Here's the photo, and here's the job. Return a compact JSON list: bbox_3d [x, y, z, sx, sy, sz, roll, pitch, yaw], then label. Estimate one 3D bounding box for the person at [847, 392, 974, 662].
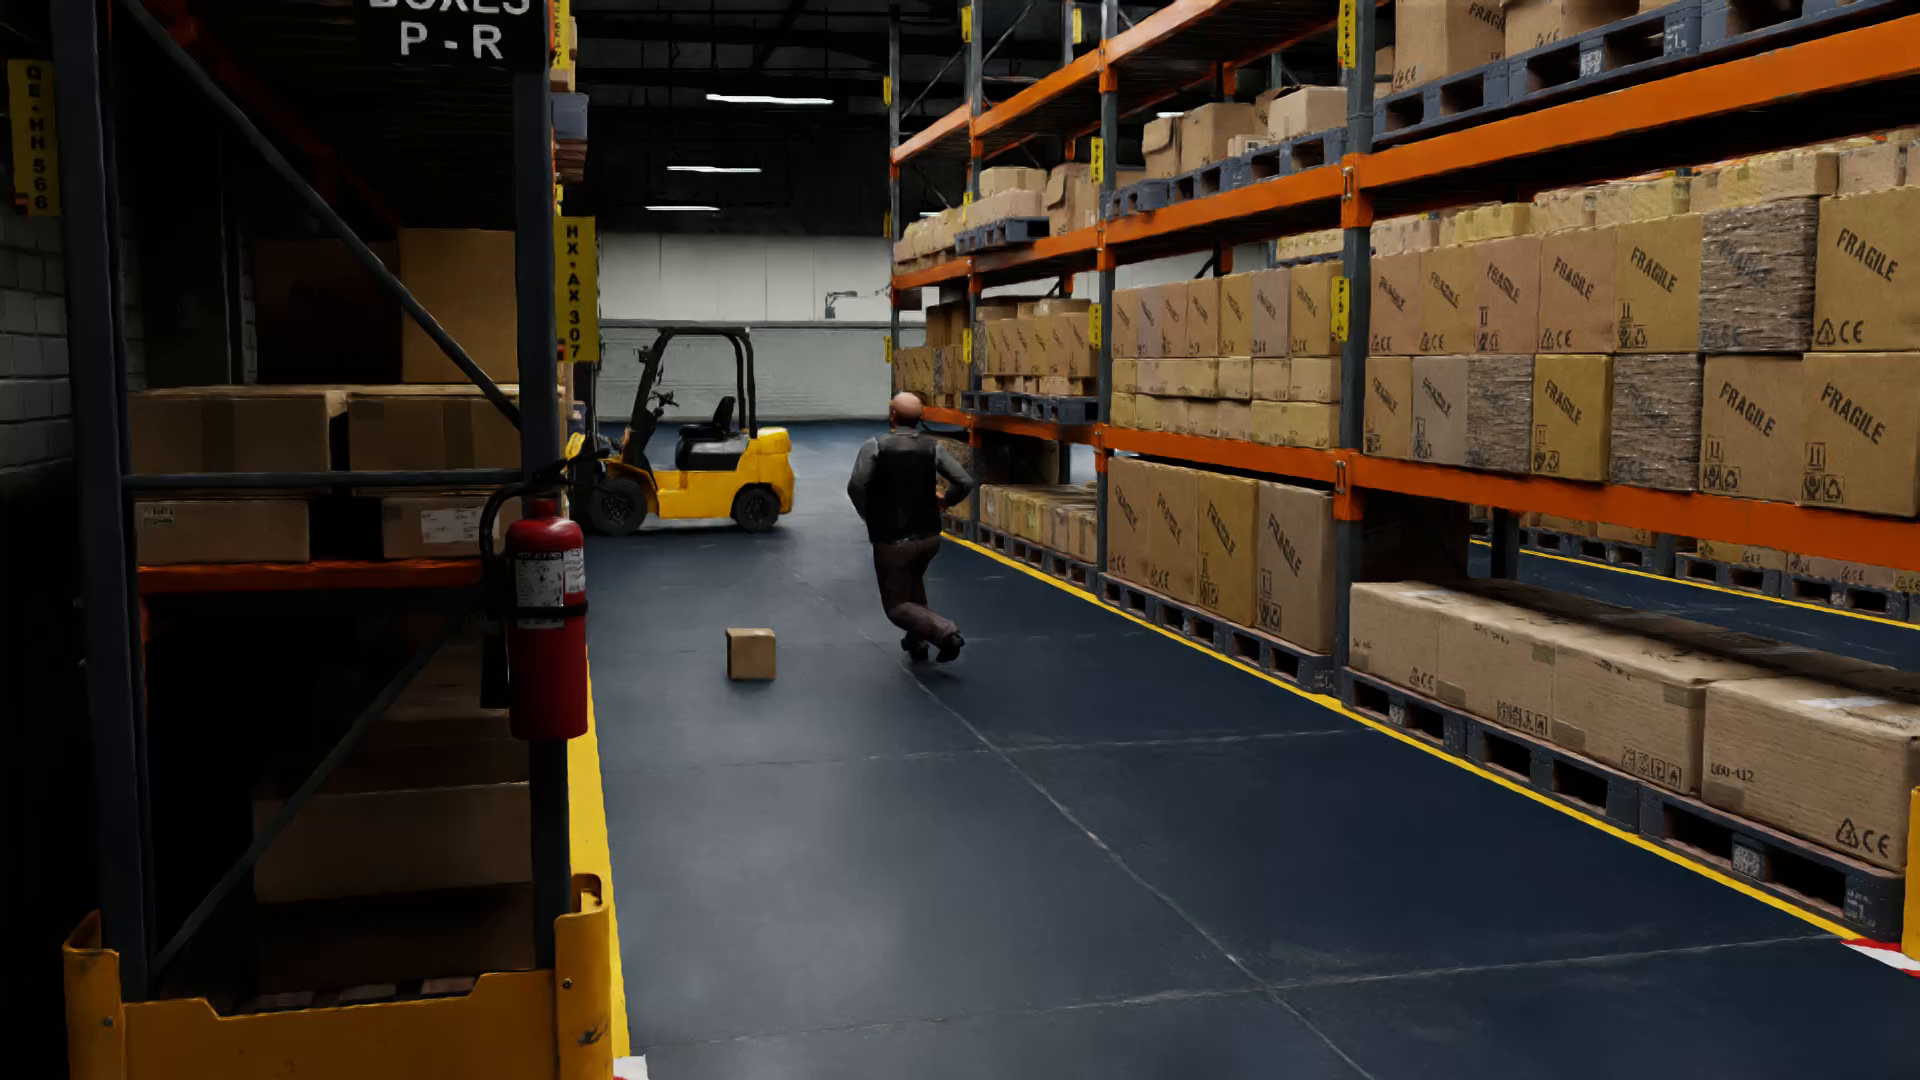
[{"bbox_3d":[-0.314,-0.046,9.556,0.729,1.603,0.983,-4,7,-34],"label":"person"}]
